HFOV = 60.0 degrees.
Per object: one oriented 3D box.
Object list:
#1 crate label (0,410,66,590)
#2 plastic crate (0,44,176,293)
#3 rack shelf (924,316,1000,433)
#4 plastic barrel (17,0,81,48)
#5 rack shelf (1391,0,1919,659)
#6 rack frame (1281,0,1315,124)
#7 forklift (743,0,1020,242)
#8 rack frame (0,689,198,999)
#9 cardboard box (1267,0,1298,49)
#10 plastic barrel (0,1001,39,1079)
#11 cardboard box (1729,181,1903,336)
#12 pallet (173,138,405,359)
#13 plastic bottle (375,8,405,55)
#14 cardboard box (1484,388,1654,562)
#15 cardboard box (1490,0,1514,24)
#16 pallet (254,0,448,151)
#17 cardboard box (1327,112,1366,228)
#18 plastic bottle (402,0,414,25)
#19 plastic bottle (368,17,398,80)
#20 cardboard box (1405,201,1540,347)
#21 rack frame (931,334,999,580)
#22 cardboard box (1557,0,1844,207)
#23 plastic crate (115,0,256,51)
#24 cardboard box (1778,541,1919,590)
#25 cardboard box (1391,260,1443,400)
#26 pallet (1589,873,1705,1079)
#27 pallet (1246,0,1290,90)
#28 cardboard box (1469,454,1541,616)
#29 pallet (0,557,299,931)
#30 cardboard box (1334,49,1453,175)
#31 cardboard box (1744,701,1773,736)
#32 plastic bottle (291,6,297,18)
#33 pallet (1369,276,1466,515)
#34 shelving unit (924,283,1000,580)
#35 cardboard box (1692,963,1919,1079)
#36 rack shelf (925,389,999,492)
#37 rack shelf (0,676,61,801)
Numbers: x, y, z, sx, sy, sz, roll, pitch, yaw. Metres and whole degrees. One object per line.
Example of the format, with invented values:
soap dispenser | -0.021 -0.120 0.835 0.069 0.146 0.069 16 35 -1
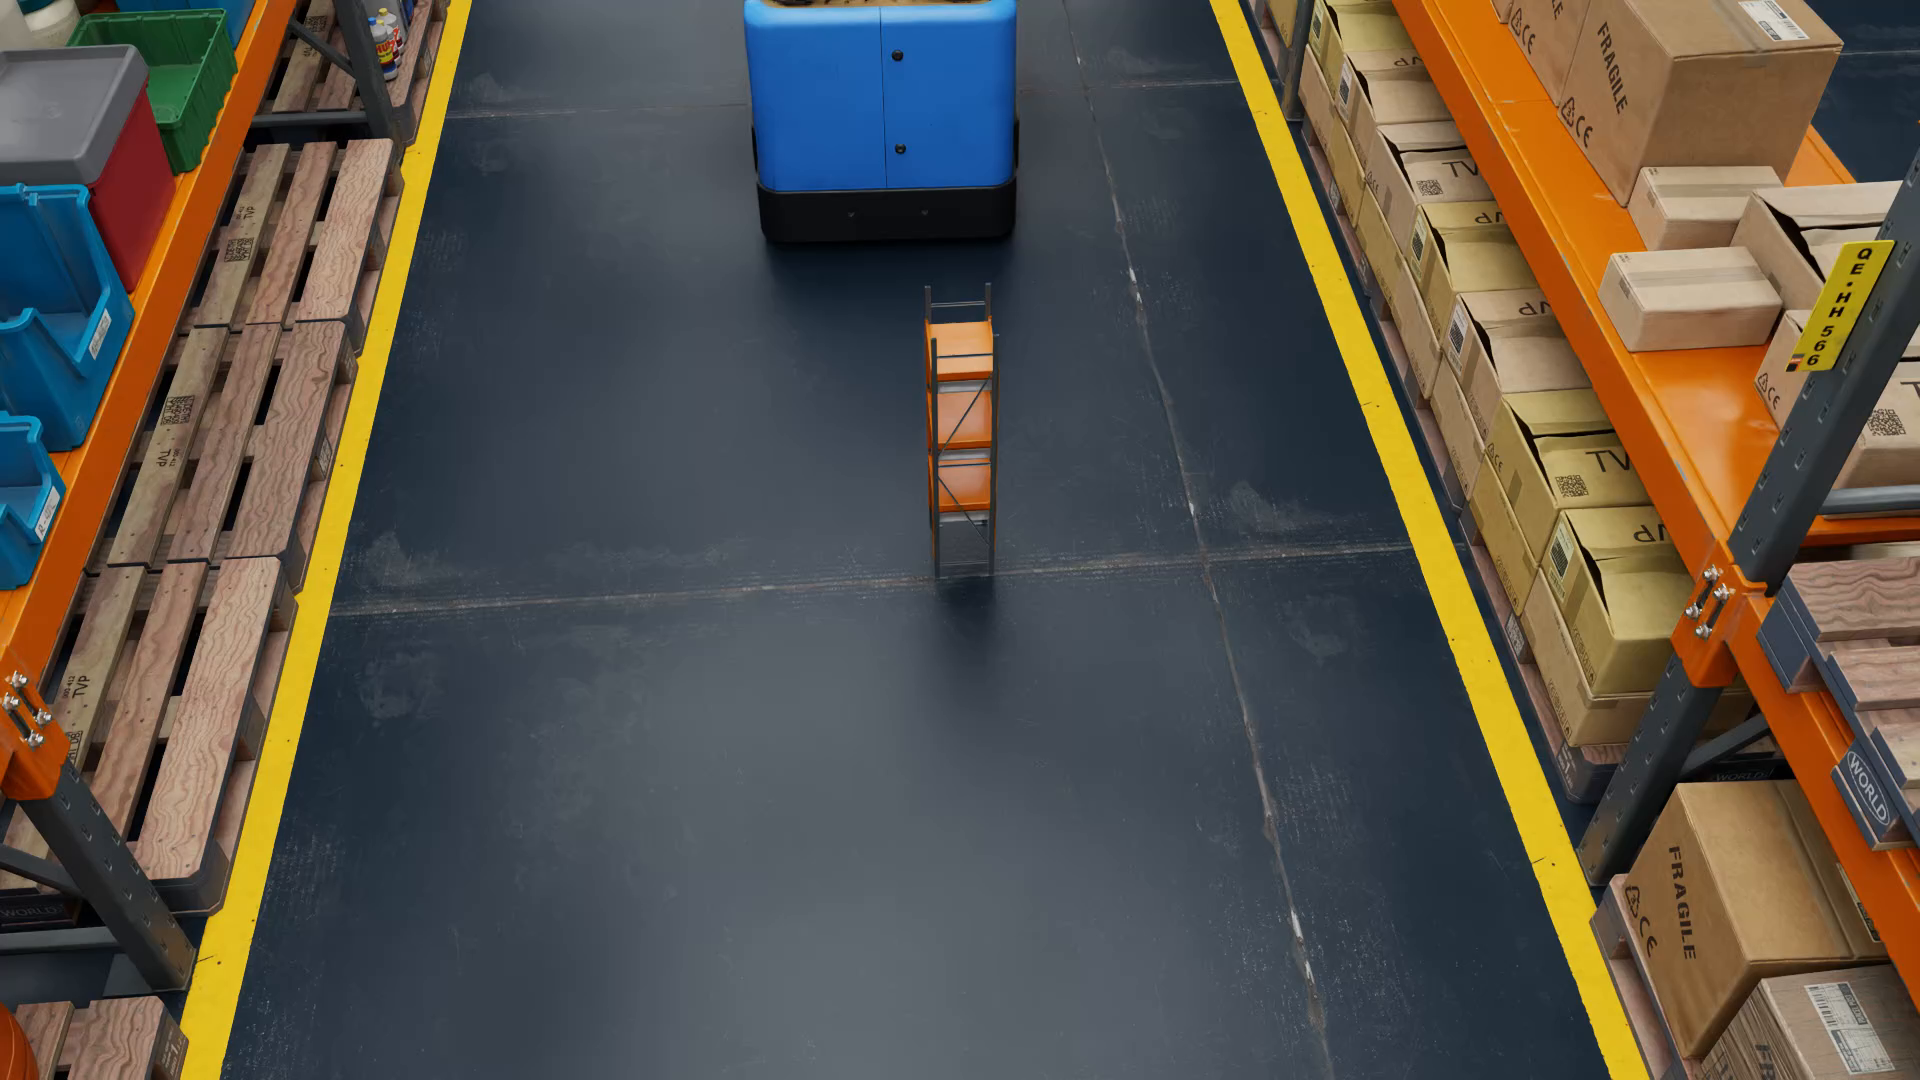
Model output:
crate label | -2.290 -0.073 3.868 0.303 0.233 0.416 -3 47 -3
plastic crate | -2.458 -1.013 4.599 0.402 0.464 0.583 -3 47 -3
rack shelf | 0.004 -0.510 5.134 0.215 0.259 0.240 -3 47 -3
plastic barrel | -3.005 -1.682 5.373 0.301 0.262 0.301 0 47 0
rack shelf | 2.141 -1.301 5.412 1.077 0.370 4.000 -3 47 -3
rack frame | 1.973 -2.995 6.521 1.000 3.000 0.127 -3 47 -3
forklift | -0.358 -3.287 6.844 1.130 2.935 3.031 -2 47 -2
rack frame | -2.628 0.197 3.497 1.000 3.000 0.127 -3 47 -3
cardboard box | 1.717 -2.516 7.672 0.500 0.250 0.500 -3 47 -3
plastic barrel | -2.570 1.152 3.799 0.600 0.830 0.708 -3 47 -3
cardboard box | 2.426 -0.730 4.436 0.500 0.311 0.500 -4 47 -4
pallet | -2.859 -1.172 6.715 1.003 0.211 1.213 -3 47 -3
plastic bottle | -2.570 -2.290 7.478 0.097 0.201 0.097 0 47 0
cardboard box | 1.969 -0.233 5.123 0.500 0.311 0.500 -4 47 -4
cardboard box | 2.065 -2.092 5.596 0.500 0.500 0.500 0 47 0
pallet | -2.978 -2.227 7.713 1.003 0.211 1.213 -3 47 -3
cardboard box | 1.802 -1.517 6.726 0.500 0.250 0.500 -2 47 -2
plastic bottle | -2.617 -2.547 7.617 0.144 0.351 0.185 -2 47 -2
plastic bottle | -2.553 -2.167 7.313 0.097 0.271 0.097 0 47 0
cardboard box | 1.890 -0.961 5.812 0.500 0.311 0.500 -2 47 -2
rack frame | 0.015 -0.234 5.249 0.200 1.050 0.008 -3 47 -3
cardboard box | 2.151 -1.349 4.893 0.500 0.500 0.500 -6 47 -5
plastic crate | -2.561 -1.912 5.506 0.392 0.384 0.575 -3 47 -3
cardboard box | 2.557 0.110 4.798 0.500 0.311 0.500 -2 47 -2
cardboard box | 1.889 -0.775 6.022 0.500 0.250 0.500 -3 47 -3
pallet | 2.333 1.400 4.279 1.003 0.211 1.213 -3 47 -3
pallet | 1.948 -2.614 8.081 1.003 0.211 1.213 -3 47 -3
cardboard box | 1.974 -0.039 5.325 0.500 0.250 0.500 -4 47 -4
pallet | -2.654 0.593 5.043 1.003 0.211 1.213 -3 47 -3
cardboard box | 1.796 -1.710 6.522 0.500 0.311 0.500 -4 47 -4
cardboard box | 2.557 0.303 5.002 0.500 0.250 0.500 -4 47 -3
plastic bottle | -3.175 -2.526 7.649 0.152 0.276 0.135 -3 47 -3
pallet | 2.179 -0.621 6.193 1.003 0.211 1.213 -3 47 -3
shelving unit | 0.004 -0.322 5.332 0.215 1.050 0.252 -3 47 -3
cardboard box | 2.111 1.332 3.841 0.500 0.500 0.500 -5 47 -5
rack shelf | 0.004 -0.315 5.340 0.215 0.259 0.240 -3 47 -3
rack shelf | -2.461 1.891 2.388 1.077 0.370 4.000 -3 47 -3
